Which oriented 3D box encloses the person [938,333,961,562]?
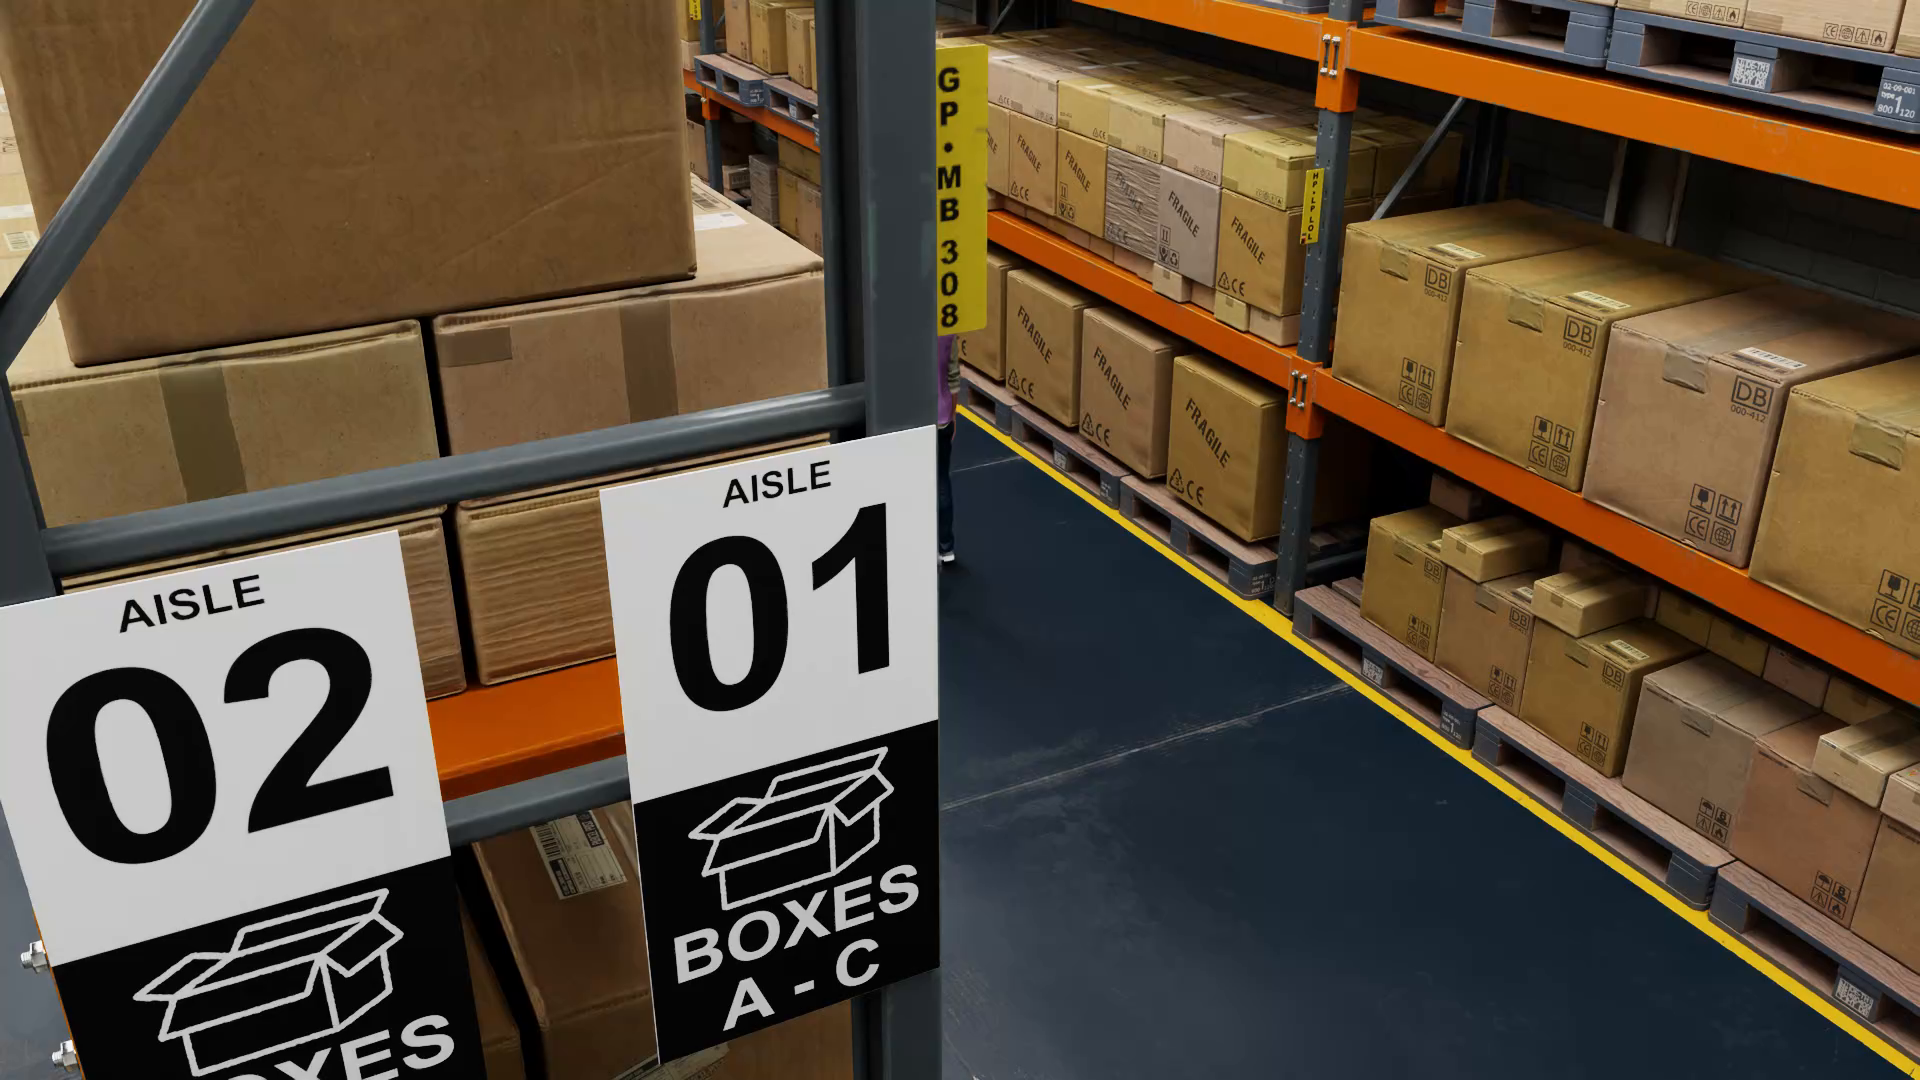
[{"bbox_3d":[-0.234,-0.592,8.349,0.428,1.630,0.408,-13,29,-24],"label":"person"}]
